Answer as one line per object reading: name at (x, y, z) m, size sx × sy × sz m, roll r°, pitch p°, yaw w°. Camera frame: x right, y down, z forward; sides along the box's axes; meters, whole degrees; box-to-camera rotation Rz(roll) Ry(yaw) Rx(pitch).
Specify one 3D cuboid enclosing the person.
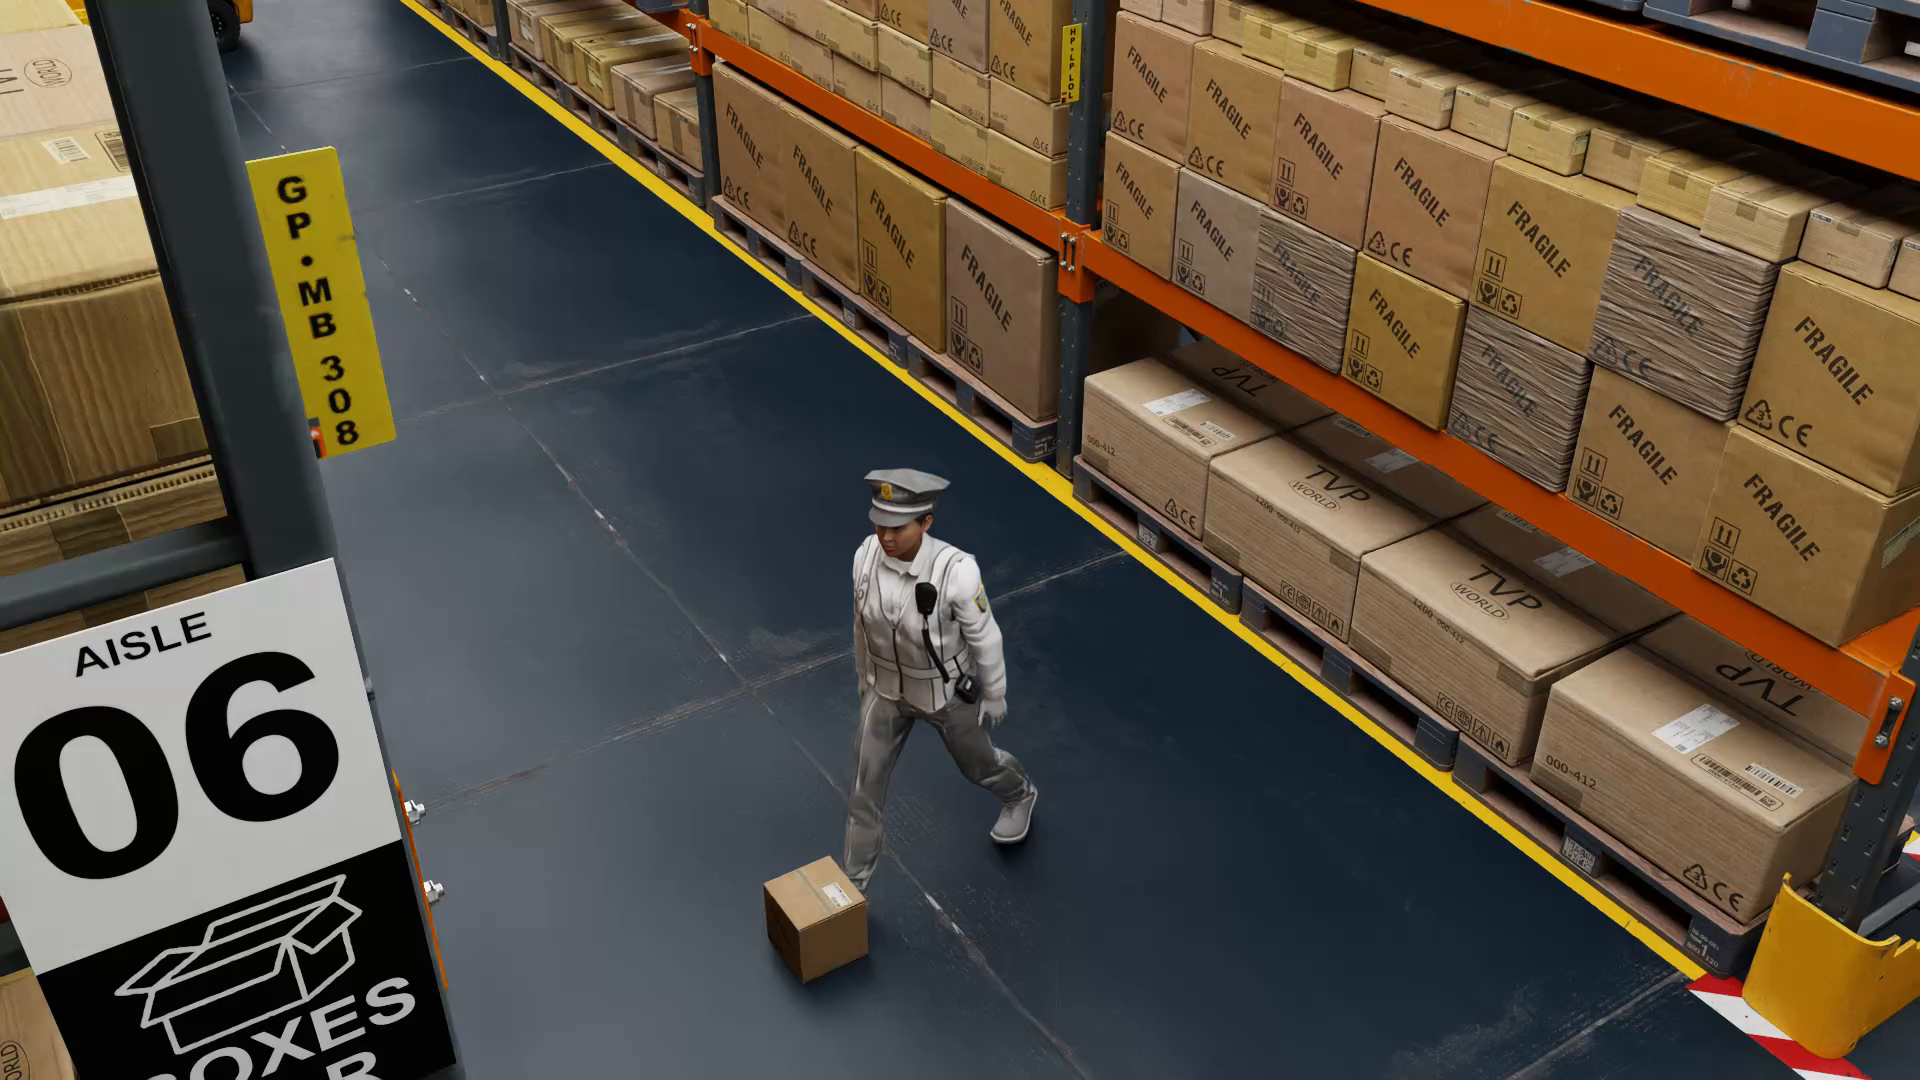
person at (-0.134, 0.485, 5.377) m, size 0.538 × 1.638 × 0.983 m, roll 16°, pitch 36°, yaw 23°
